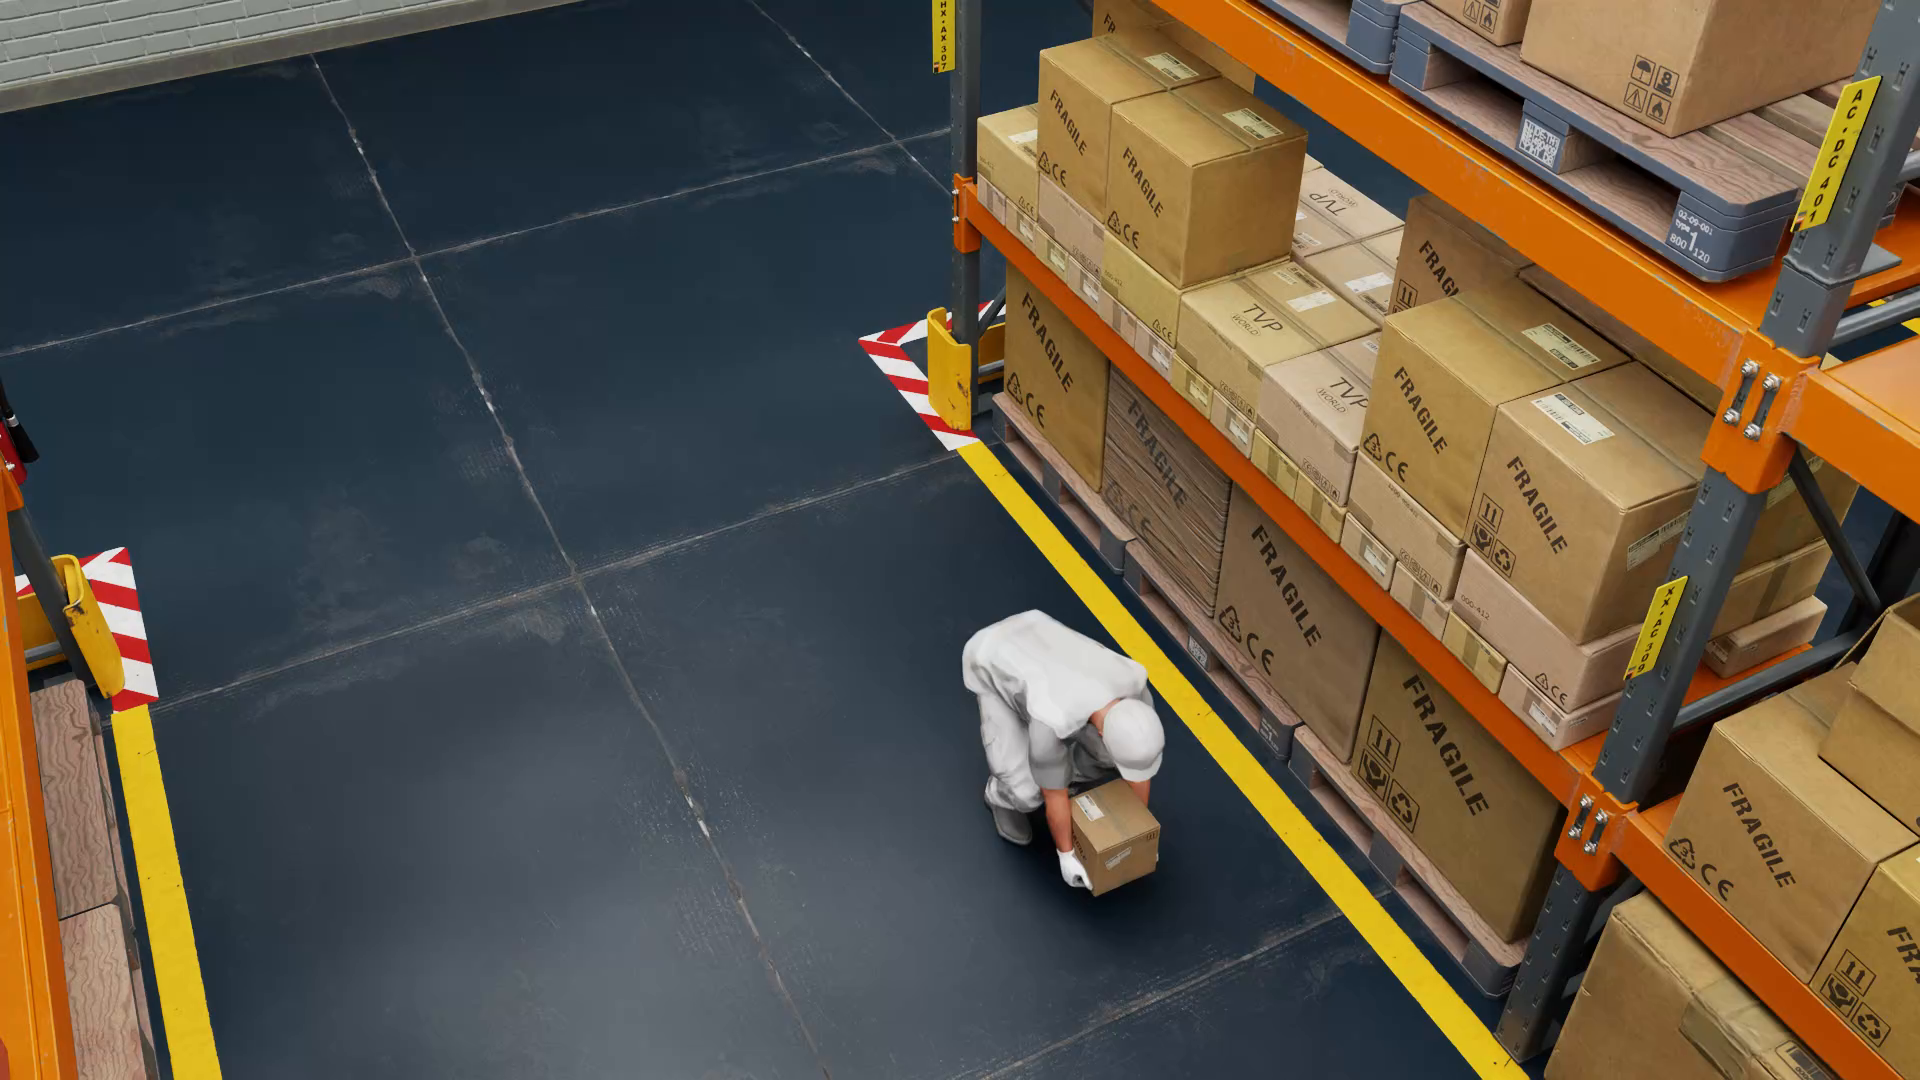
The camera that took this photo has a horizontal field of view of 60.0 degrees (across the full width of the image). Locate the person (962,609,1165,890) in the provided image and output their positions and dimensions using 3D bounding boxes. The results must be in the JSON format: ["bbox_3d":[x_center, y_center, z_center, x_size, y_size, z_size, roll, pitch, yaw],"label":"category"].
[{"bbox_3d":[0.366,0.730,5.912,0.521,0.986,0.935,-20,45,-22],"label":"person"}]
